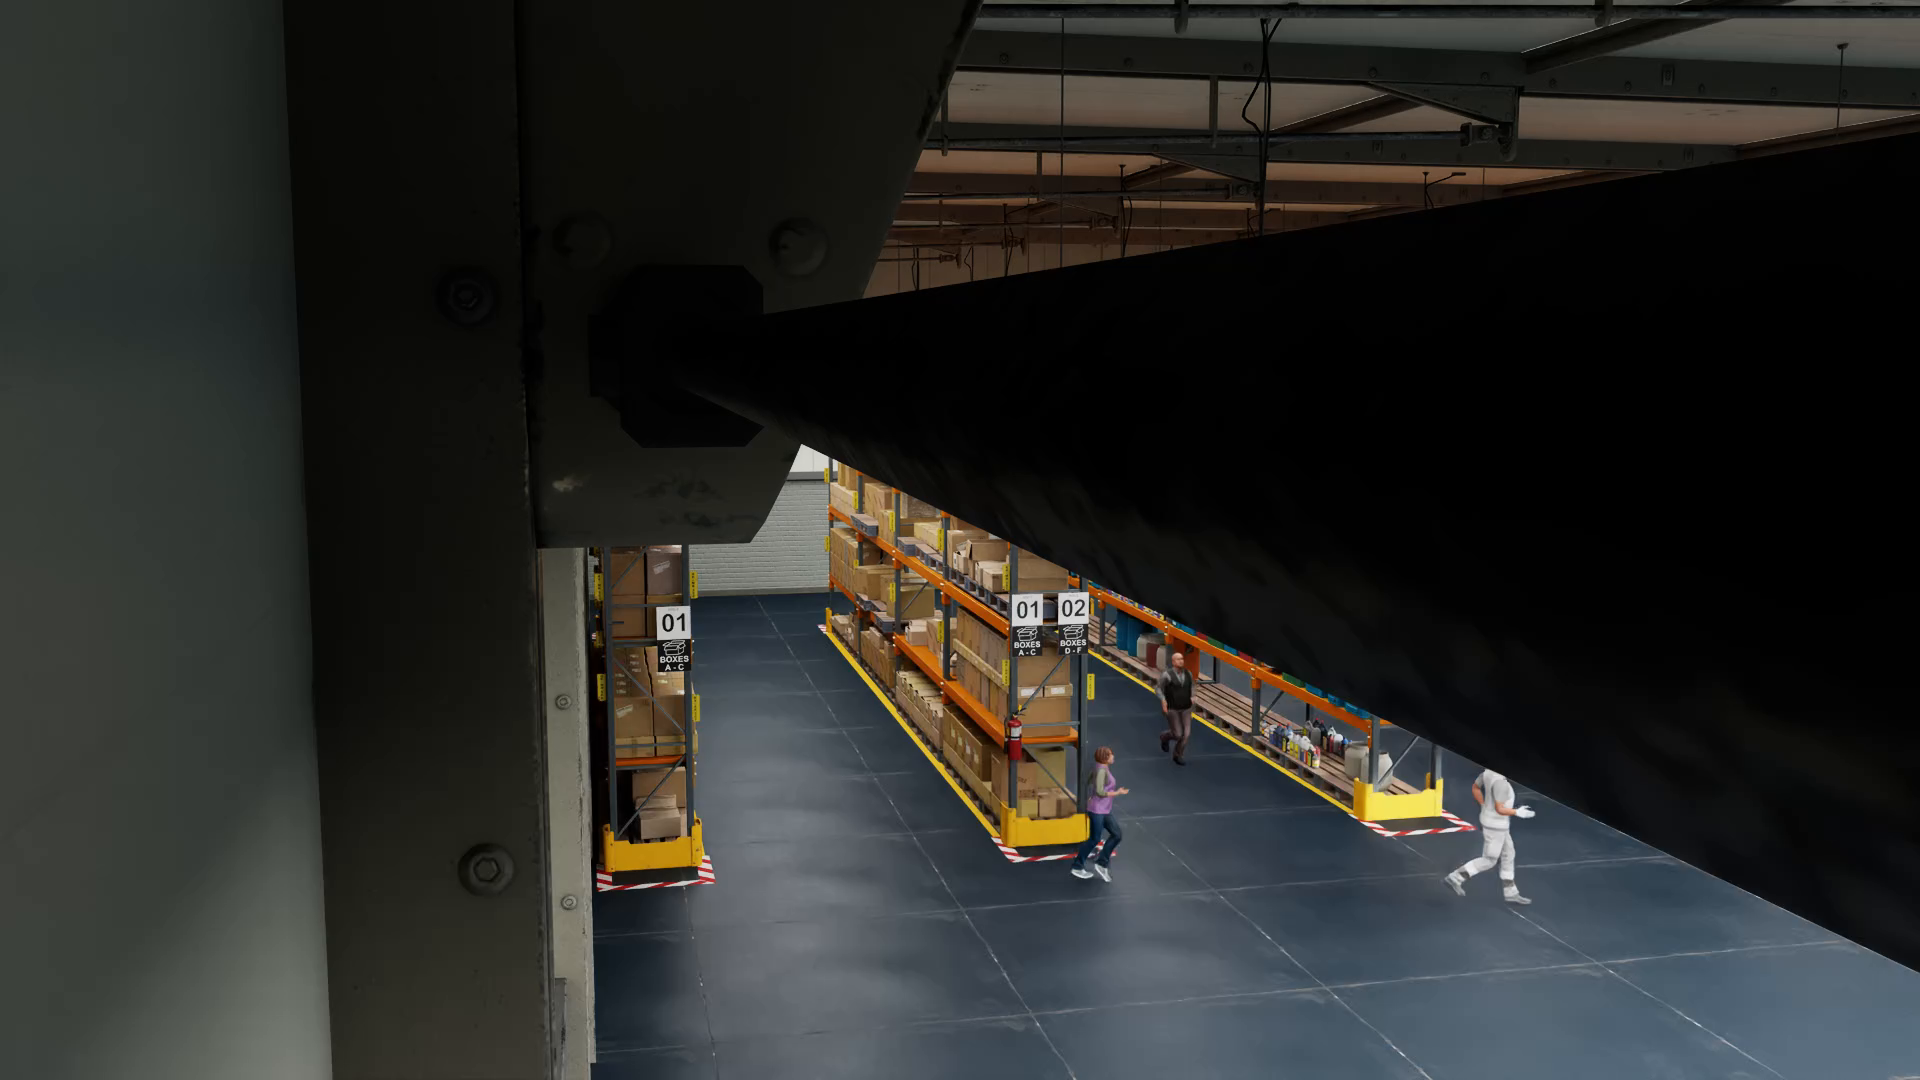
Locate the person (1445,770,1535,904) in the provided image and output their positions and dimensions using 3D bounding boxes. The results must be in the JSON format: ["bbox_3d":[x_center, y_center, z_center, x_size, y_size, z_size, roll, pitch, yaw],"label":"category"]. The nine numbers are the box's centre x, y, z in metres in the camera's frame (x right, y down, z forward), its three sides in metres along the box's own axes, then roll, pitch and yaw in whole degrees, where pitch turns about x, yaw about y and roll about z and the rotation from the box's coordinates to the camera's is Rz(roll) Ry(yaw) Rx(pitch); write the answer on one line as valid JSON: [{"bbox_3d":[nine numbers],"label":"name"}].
[{"bbox_3d":[5.967,3.223,18.711,0.976,1.778,0.634,1,7,9],"label":"person"}]

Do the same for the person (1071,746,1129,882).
[{"bbox_3d":[1.668,3.228,19.634,0.669,1.616,0.537,2,7,13],"label":"person"}]

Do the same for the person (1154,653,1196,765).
[{"bbox_3d":[3.275,2.536,25.088,0.660,1.683,0.585,-2,7,-19],"label":"person"}]
